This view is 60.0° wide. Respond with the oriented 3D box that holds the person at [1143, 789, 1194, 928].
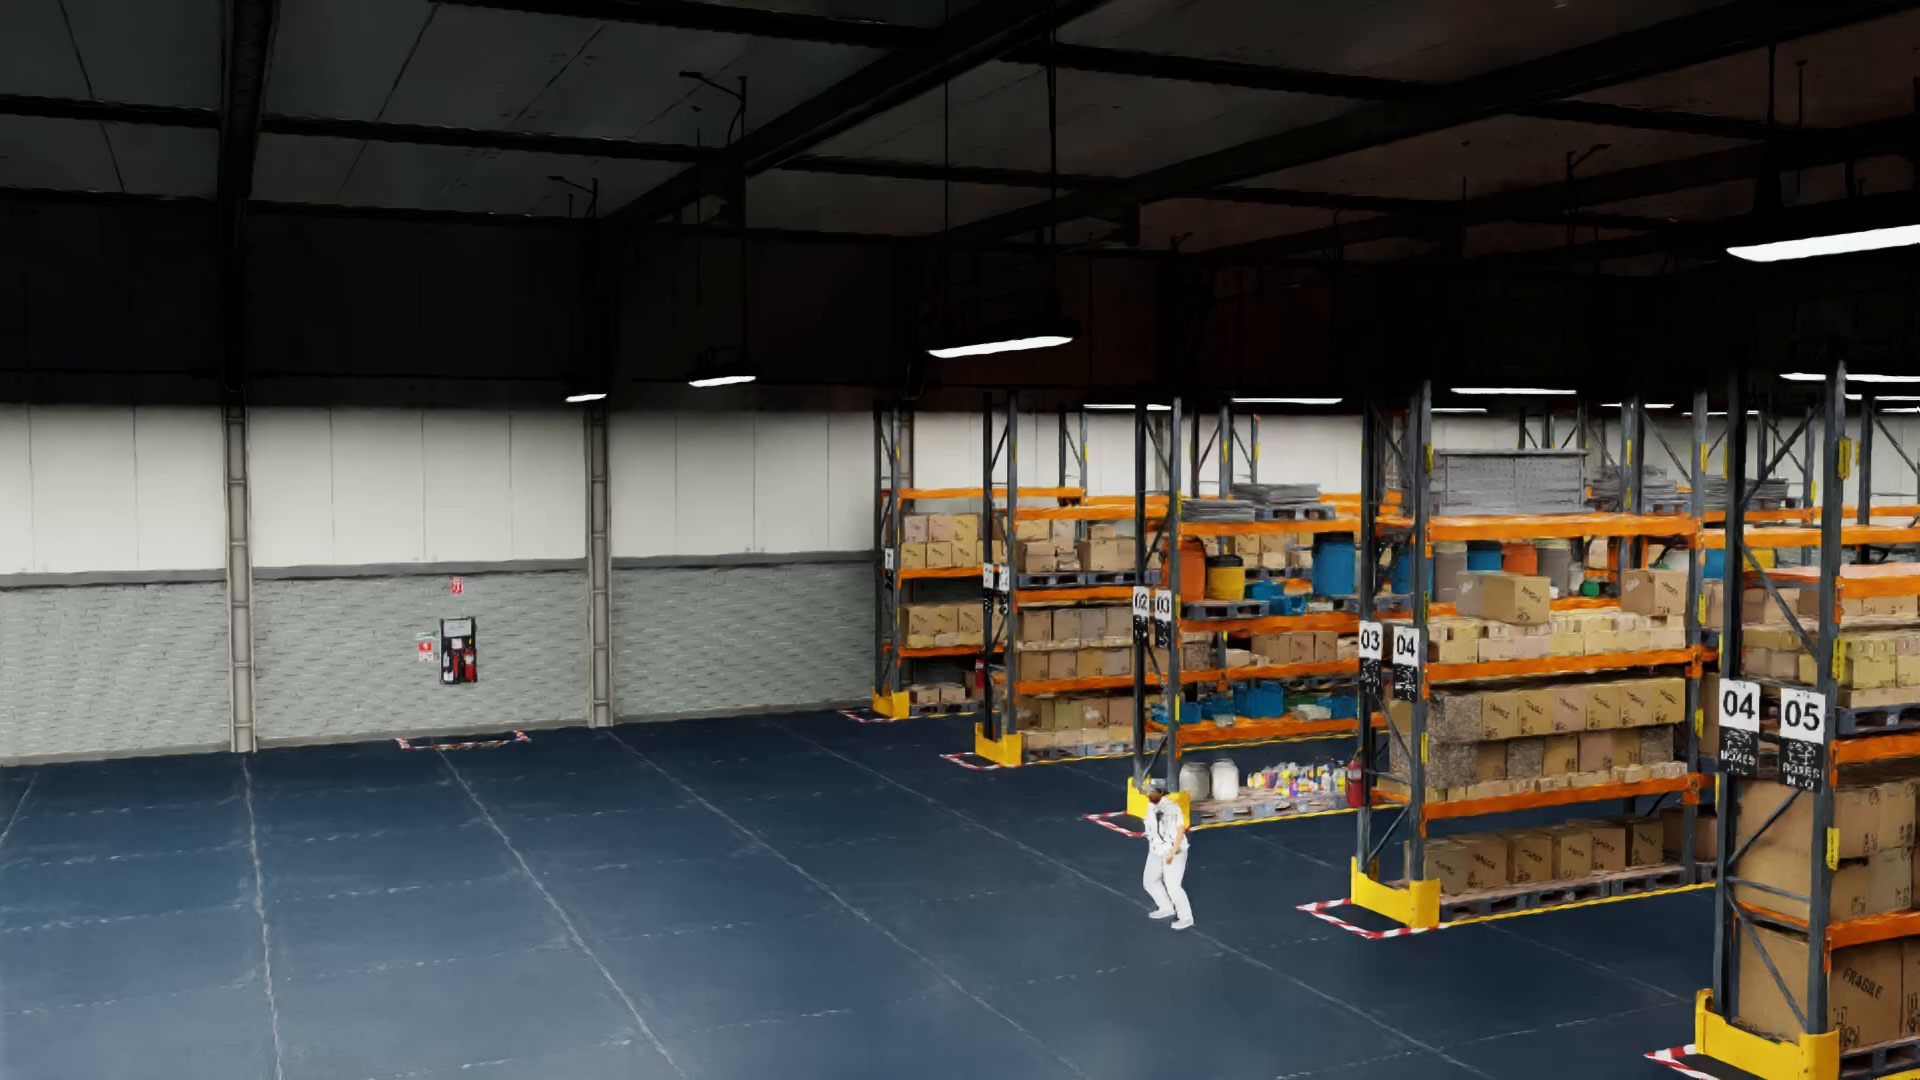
[{"bbox_3d":[2.220,3.336,17.824,0.517,1.596,0.625,-2,4,-27],"label":"person"}]
